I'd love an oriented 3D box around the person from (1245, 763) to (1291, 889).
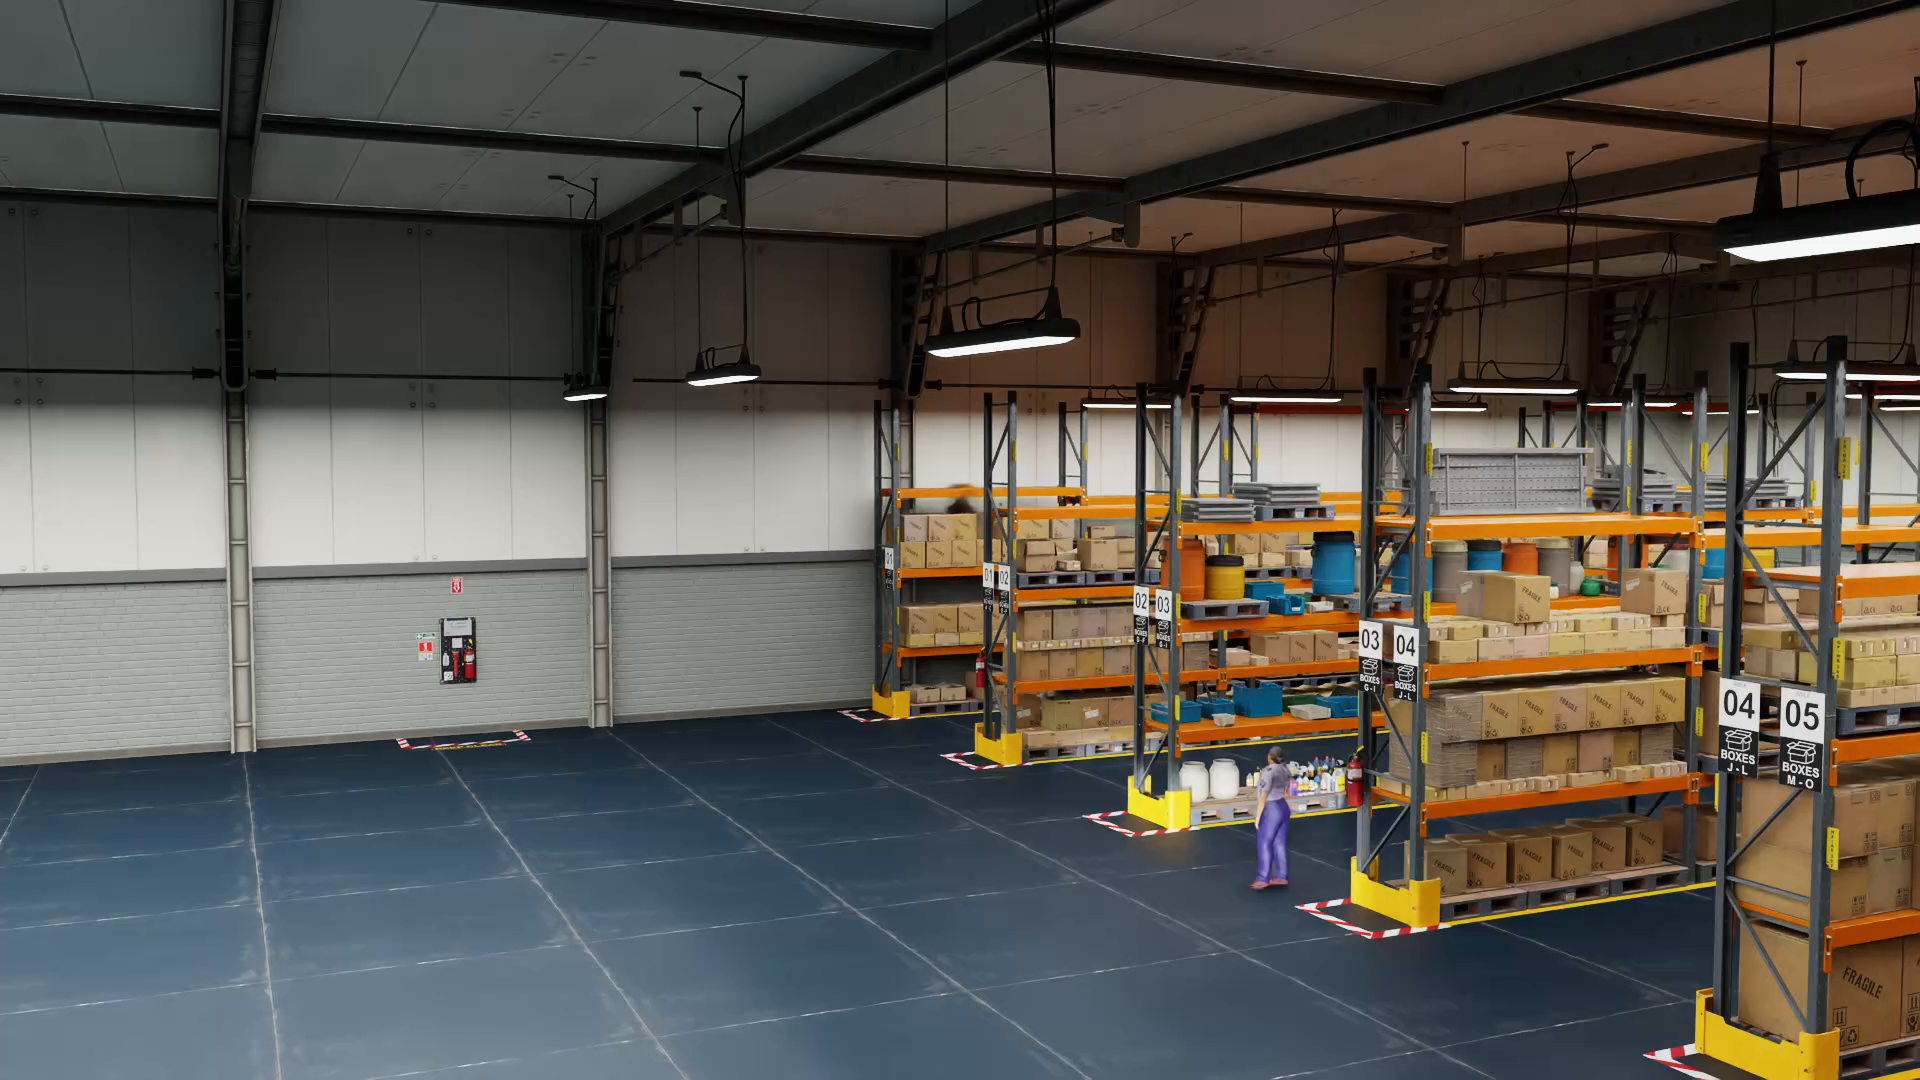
[{"bbox_3d":[3.598,3.329,19.390,0.447,1.482,0.476,2,4,30],"label":"person"}]
